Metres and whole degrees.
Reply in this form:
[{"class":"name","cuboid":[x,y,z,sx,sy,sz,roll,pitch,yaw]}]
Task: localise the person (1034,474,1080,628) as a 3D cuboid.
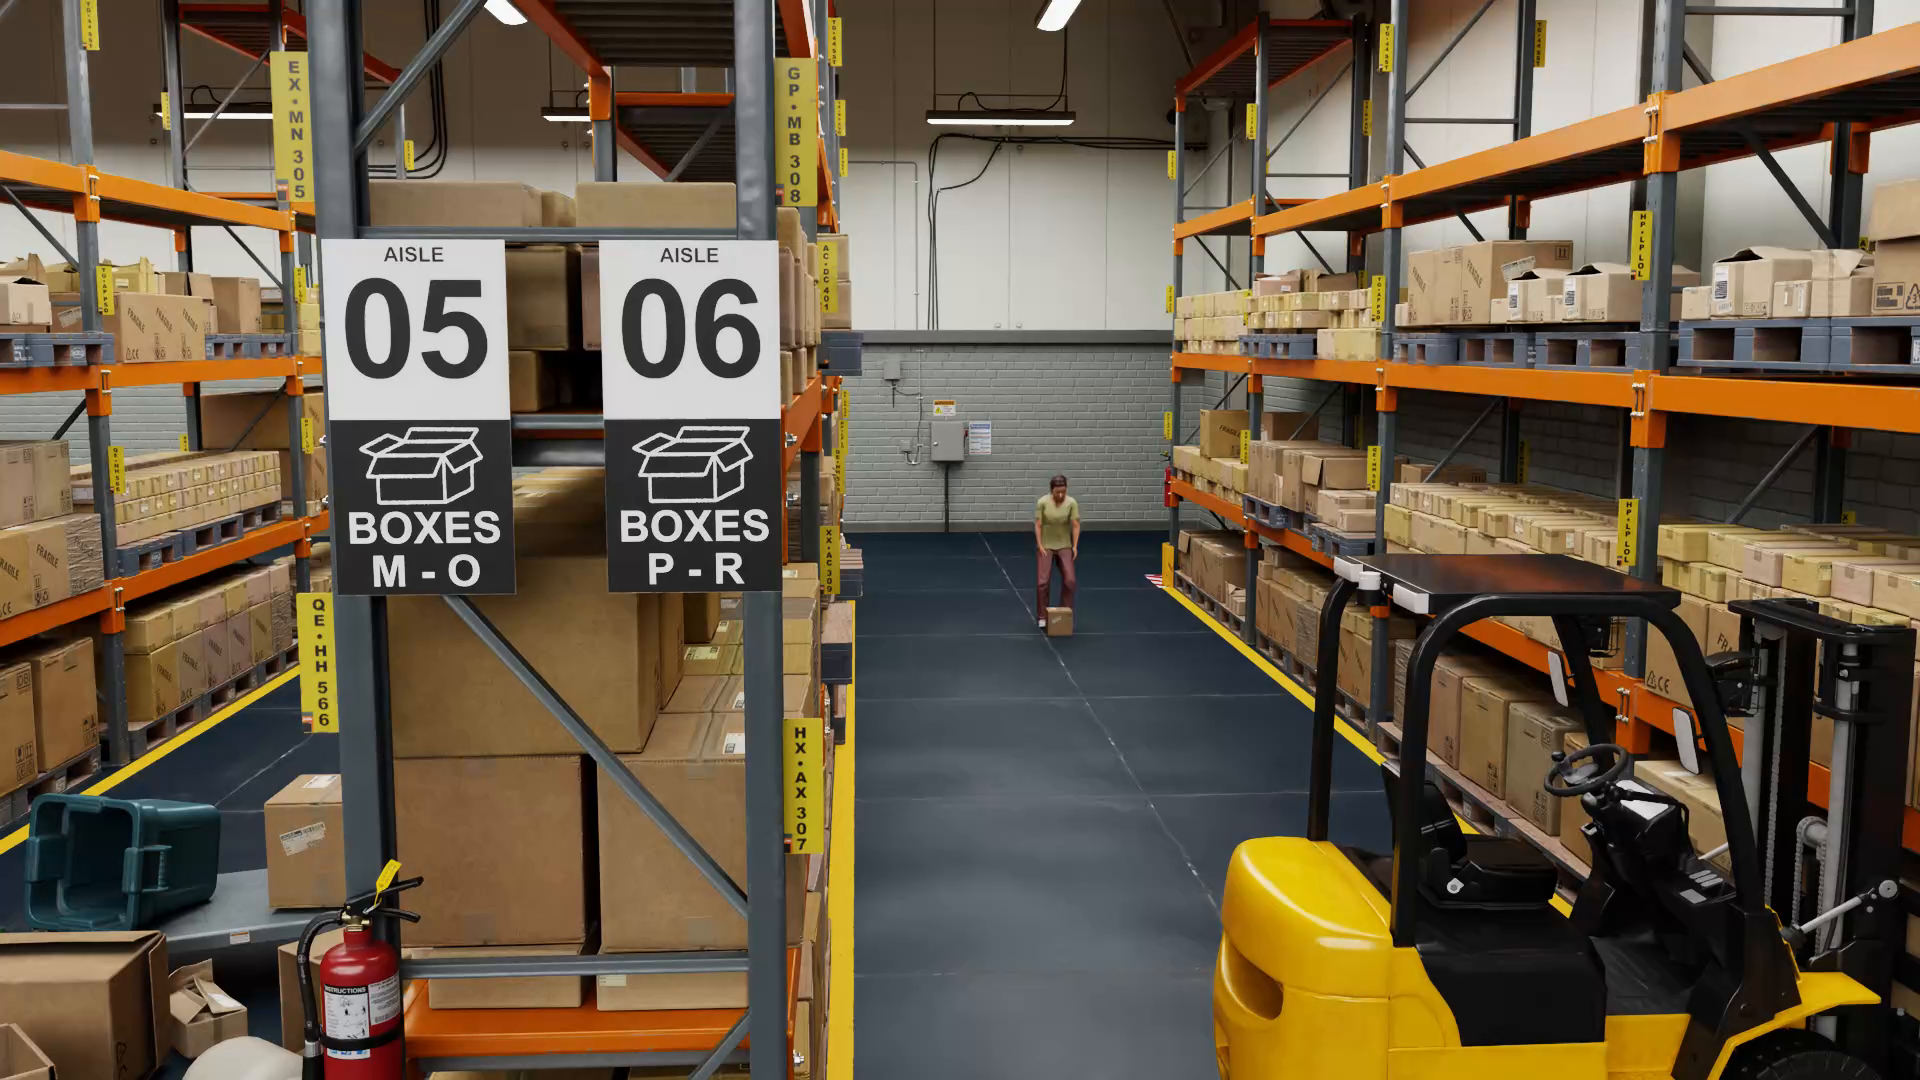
[{"class":"person","cuboid":[1.009,0.212,17.239,0.478,1.390,0.426,0,7,-2]}]
